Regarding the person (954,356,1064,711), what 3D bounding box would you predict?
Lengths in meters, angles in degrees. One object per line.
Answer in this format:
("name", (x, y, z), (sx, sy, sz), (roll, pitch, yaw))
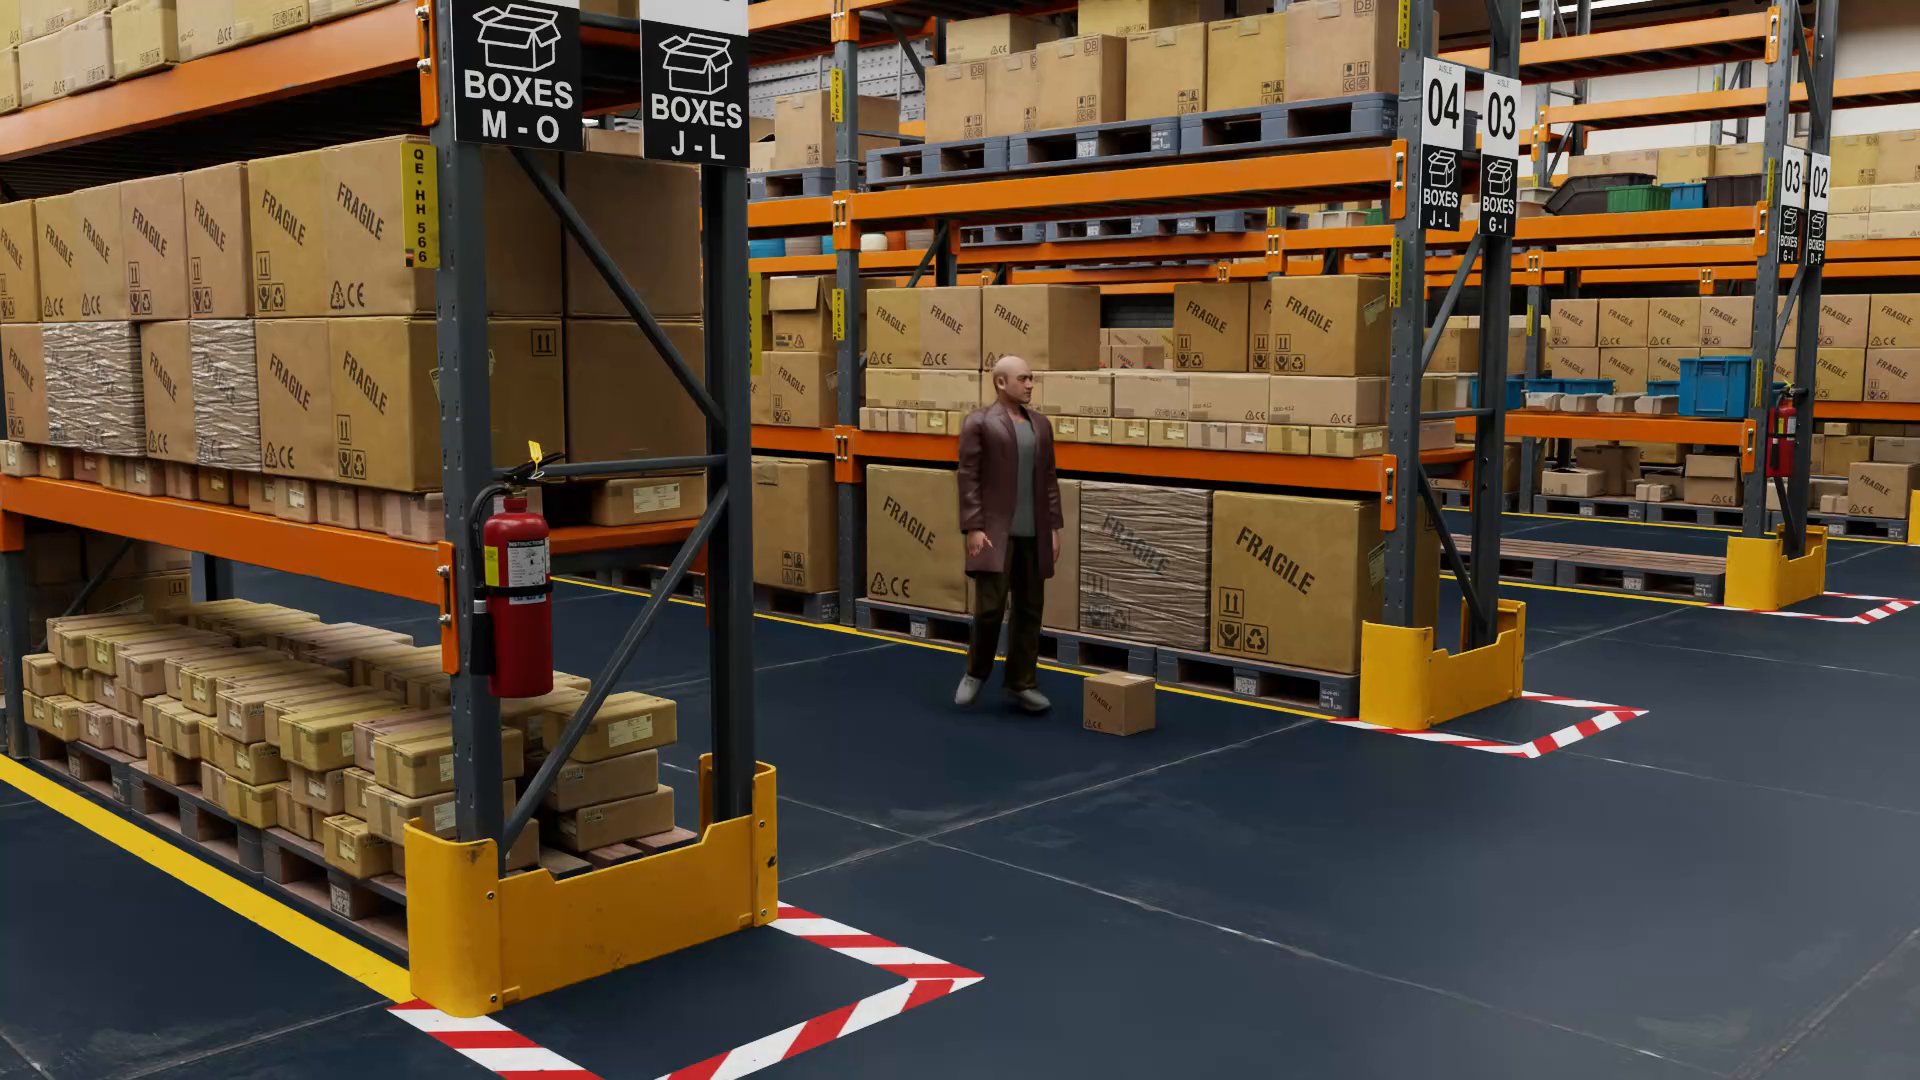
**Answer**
("person", (0.261, -0.032, 8.392), (0.628, 1.781, 0.476), (-4, 8, -30))
